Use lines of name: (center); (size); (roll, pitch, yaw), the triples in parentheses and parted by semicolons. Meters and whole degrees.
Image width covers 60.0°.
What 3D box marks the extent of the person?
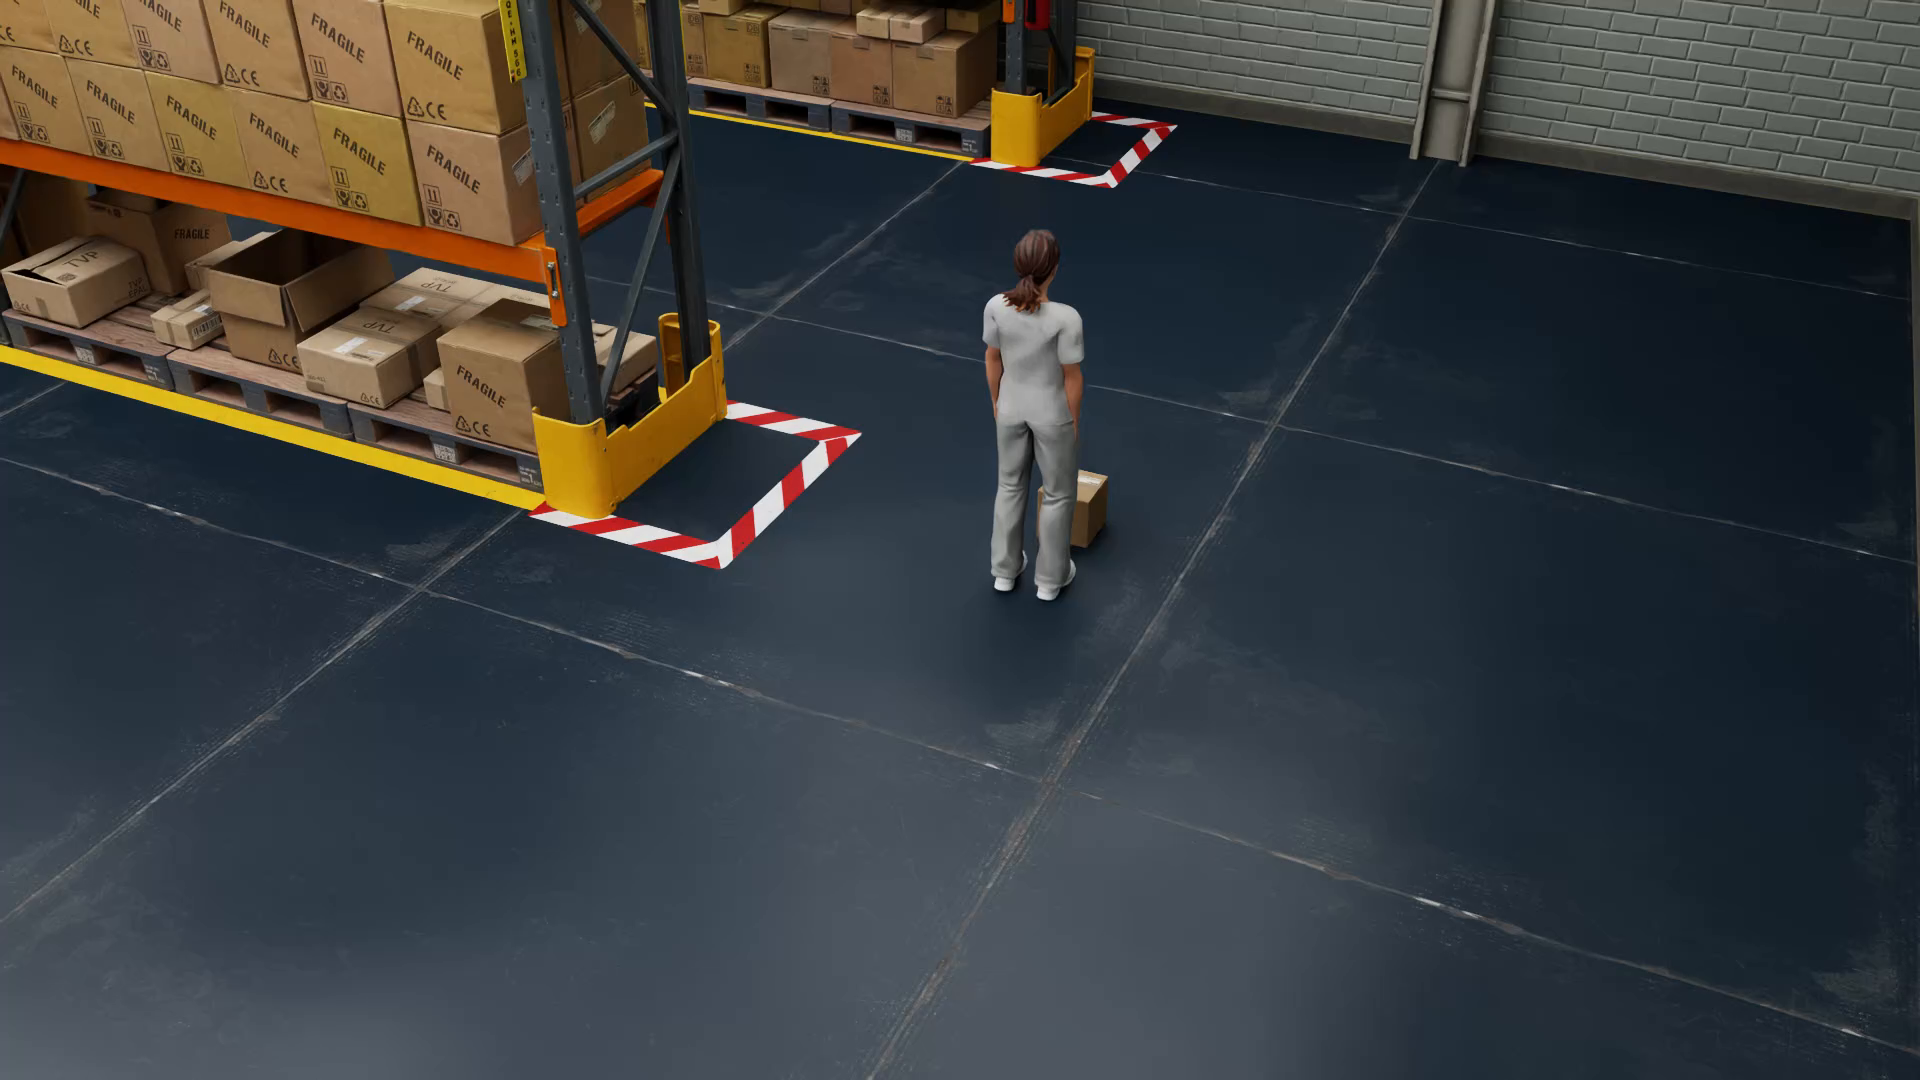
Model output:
person: (0.307, -0.398, 6.981); (0.440, 1.418, 0.384); (15, 37, 22)
